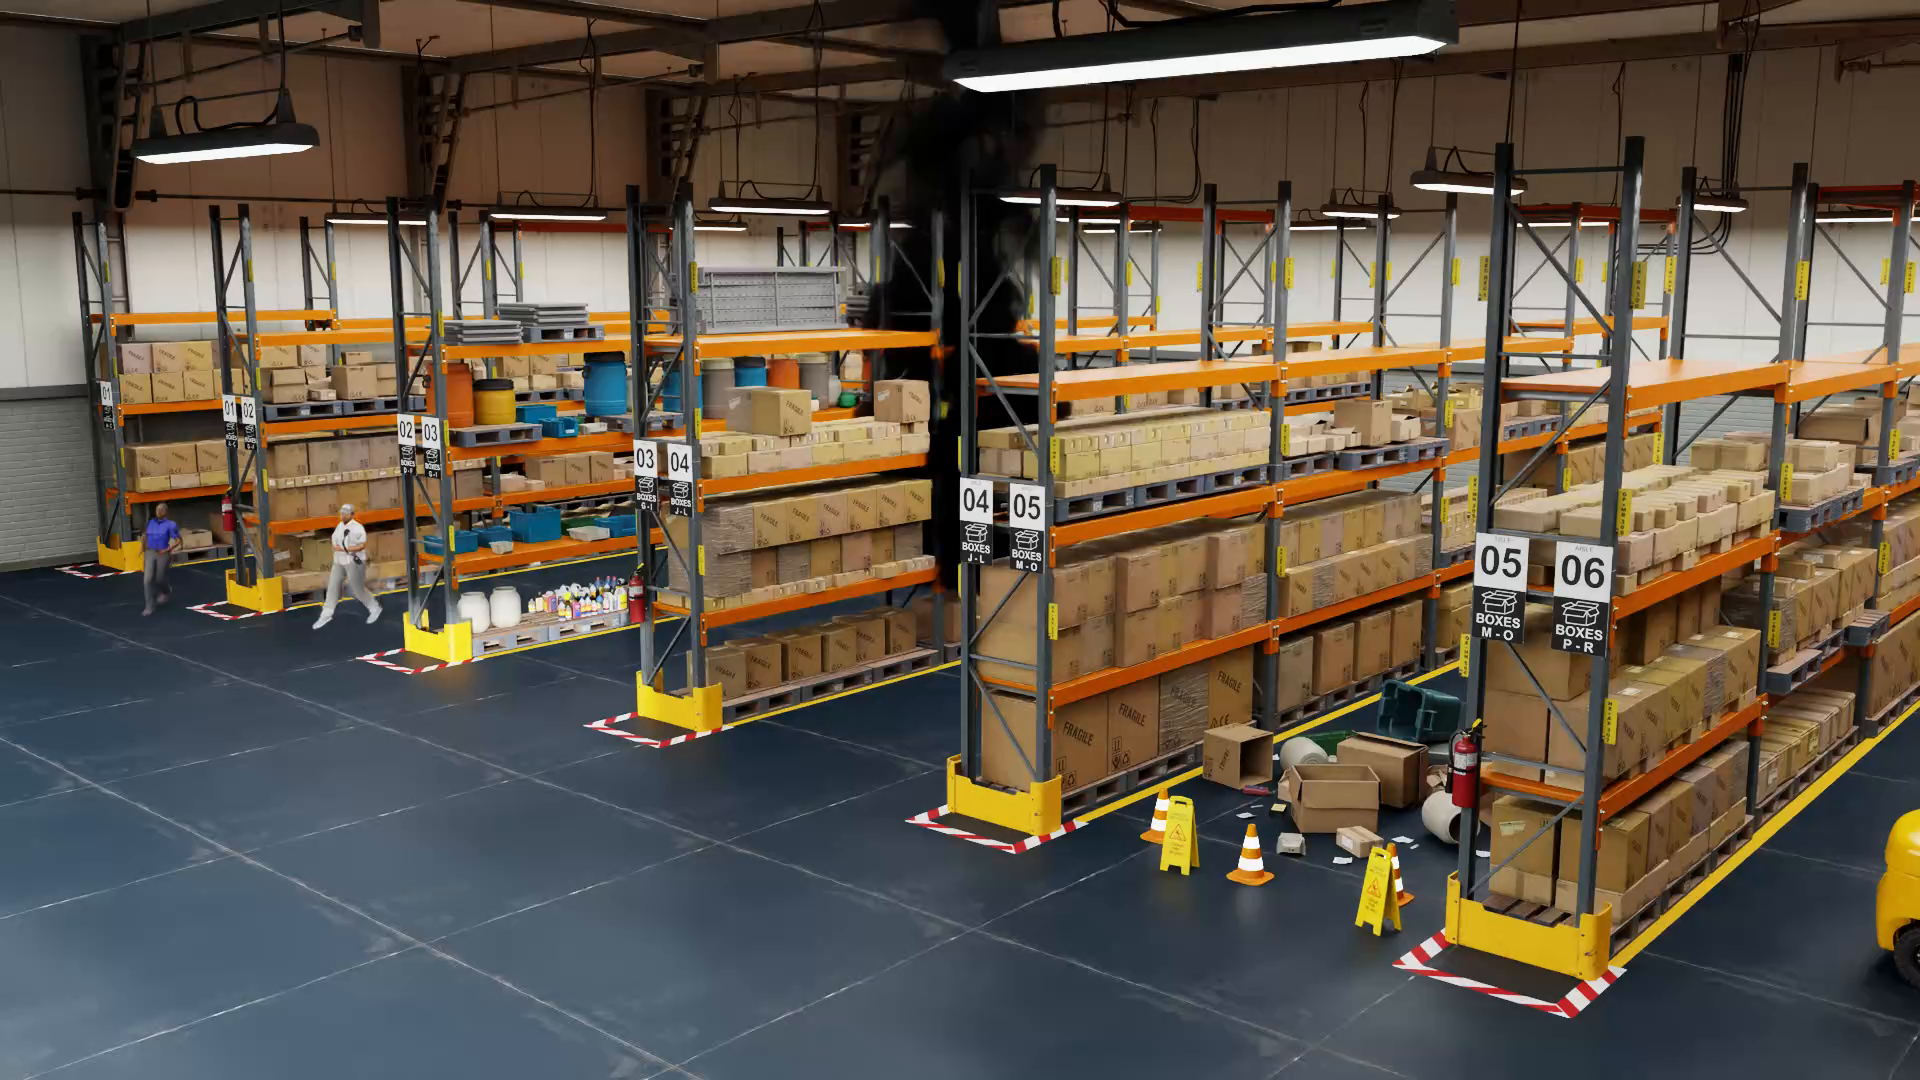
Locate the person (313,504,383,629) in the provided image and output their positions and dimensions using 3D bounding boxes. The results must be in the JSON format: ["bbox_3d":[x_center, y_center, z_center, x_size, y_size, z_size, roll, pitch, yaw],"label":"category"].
[{"bbox_3d":[-8.299,0.339,22.591,0.633,1.683,0.879,6,11,32],"label":"person"}]

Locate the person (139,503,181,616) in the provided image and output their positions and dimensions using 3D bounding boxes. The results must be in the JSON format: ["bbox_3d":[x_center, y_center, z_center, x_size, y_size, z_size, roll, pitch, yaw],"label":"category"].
[{"bbox_3d":[-11.941,0.314,24.823,0.621,1.553,0.758,0,9,-1],"label":"person"}]
